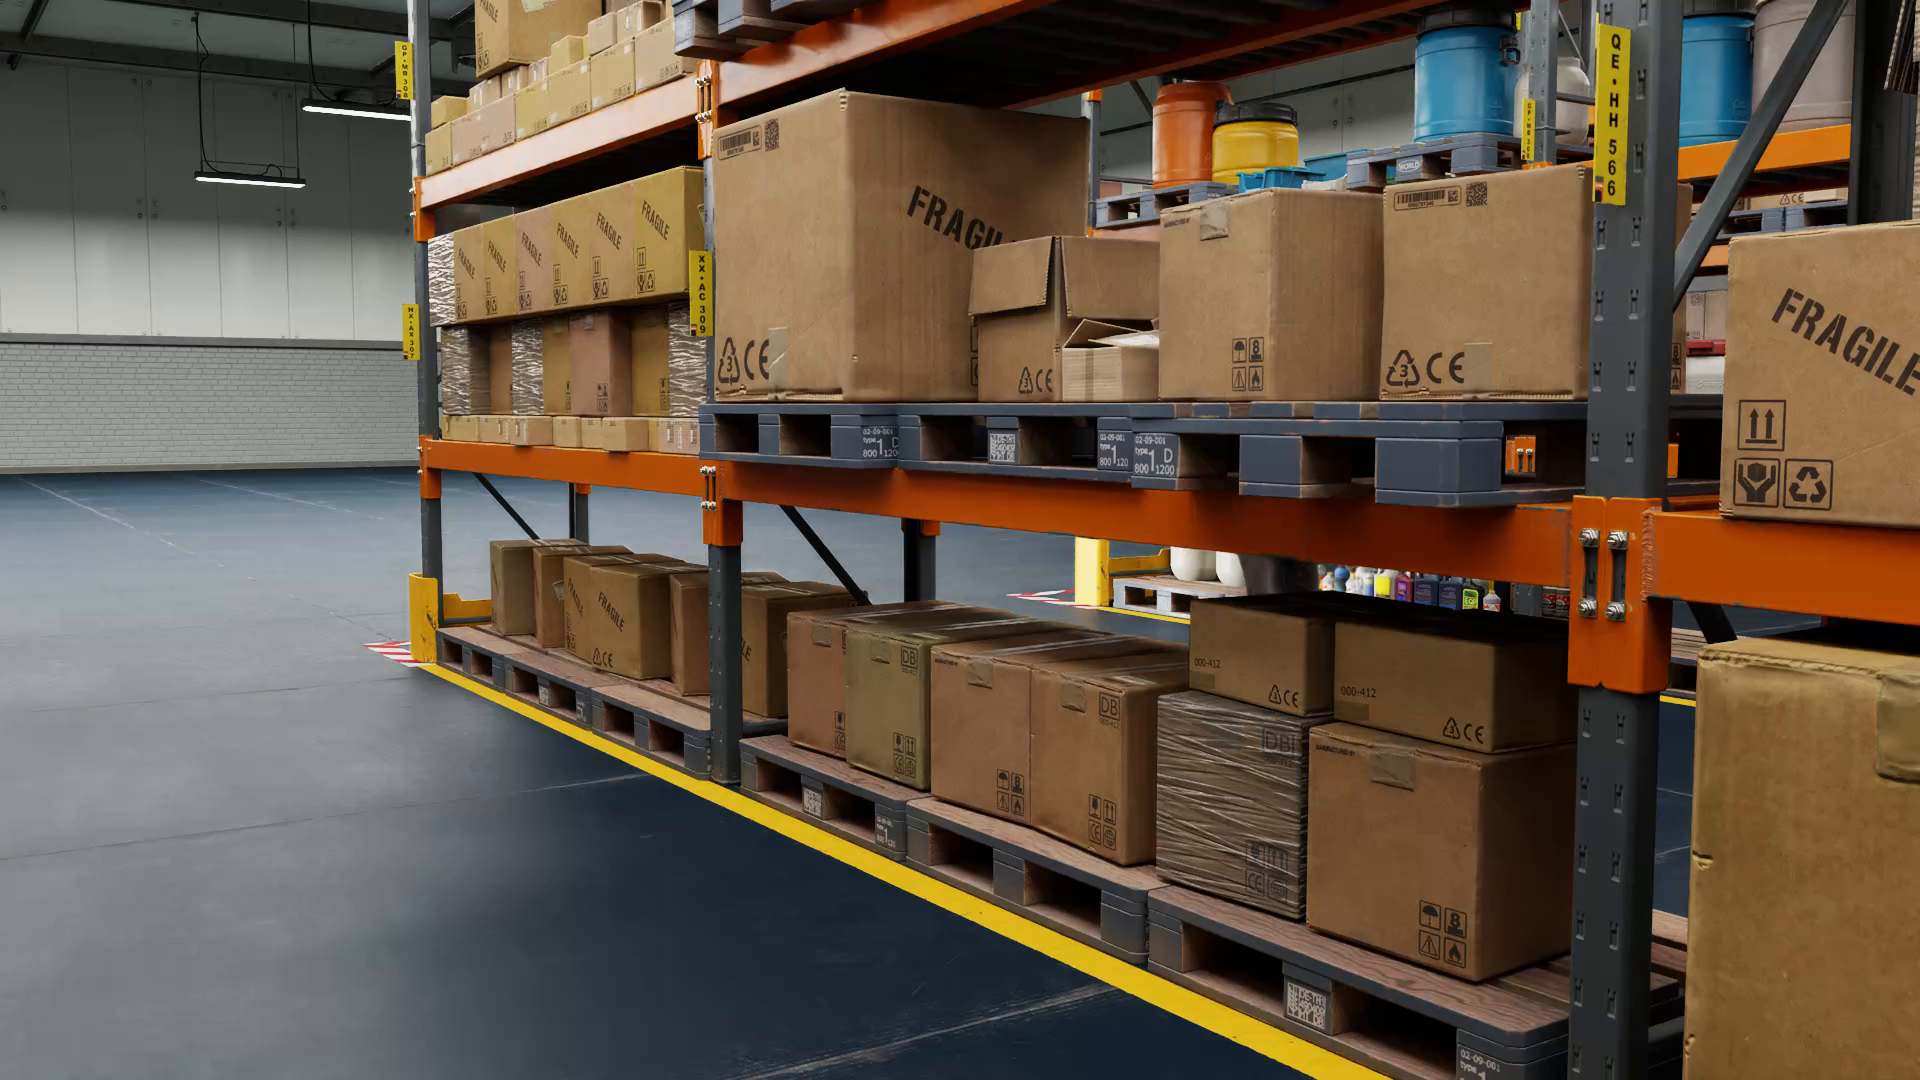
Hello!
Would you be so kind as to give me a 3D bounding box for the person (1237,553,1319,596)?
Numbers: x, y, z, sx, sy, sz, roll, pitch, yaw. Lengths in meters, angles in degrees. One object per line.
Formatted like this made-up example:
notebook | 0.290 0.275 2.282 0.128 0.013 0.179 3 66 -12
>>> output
person | 1.652 -0.035 8.224 0.484 1.756 0.582 -3 6 -35
